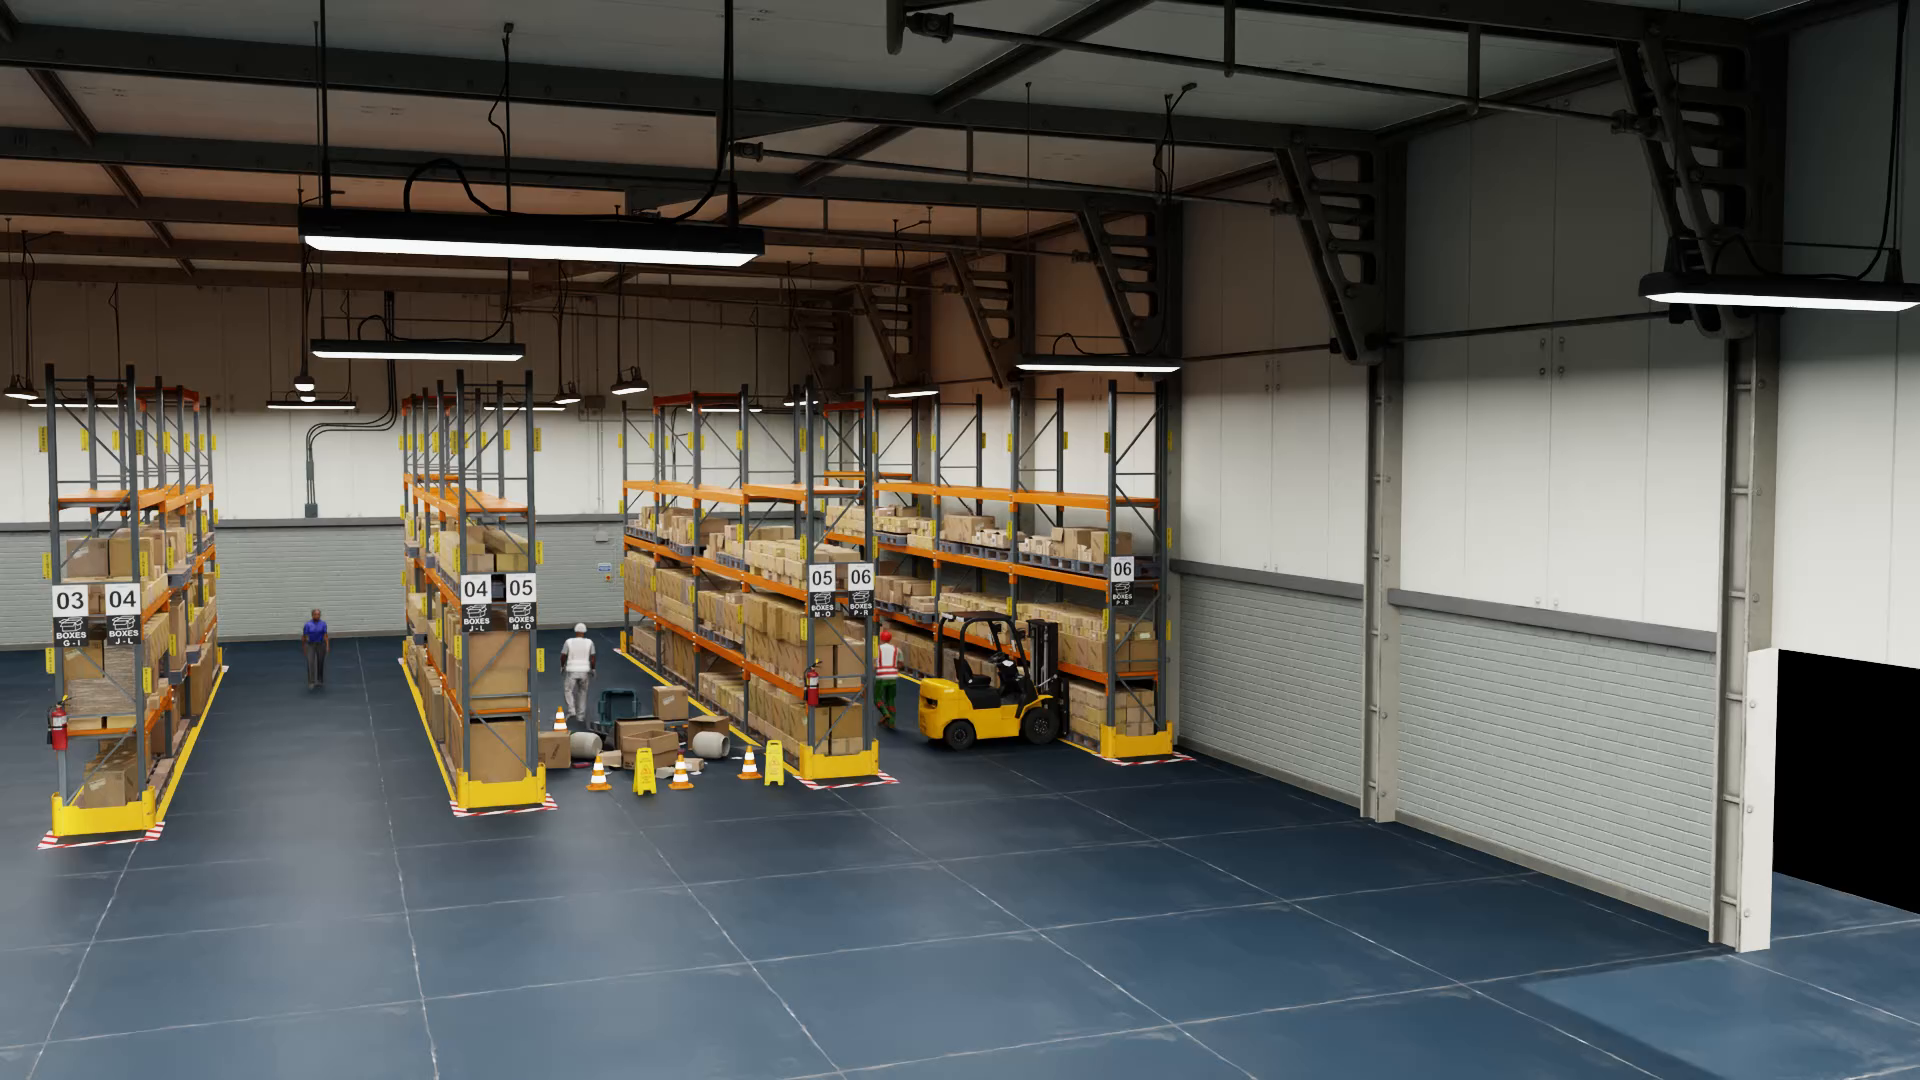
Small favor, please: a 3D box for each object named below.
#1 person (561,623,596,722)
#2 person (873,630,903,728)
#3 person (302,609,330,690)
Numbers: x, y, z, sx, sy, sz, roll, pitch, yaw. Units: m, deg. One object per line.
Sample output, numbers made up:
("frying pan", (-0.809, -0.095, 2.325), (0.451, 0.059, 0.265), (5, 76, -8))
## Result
("person", (-6.825, 2.385, 29.777), (0.630, 1.760, 0.722), (-1, 4, -20))
("person", (-1.297, 2.450, 29.377), (0.656, 1.684, 0.780), (-1, 4, -21))
("person", (-13.140, 2.247, 33.931), (0.524, 1.487, 1.021), (-1, 4, -21))
